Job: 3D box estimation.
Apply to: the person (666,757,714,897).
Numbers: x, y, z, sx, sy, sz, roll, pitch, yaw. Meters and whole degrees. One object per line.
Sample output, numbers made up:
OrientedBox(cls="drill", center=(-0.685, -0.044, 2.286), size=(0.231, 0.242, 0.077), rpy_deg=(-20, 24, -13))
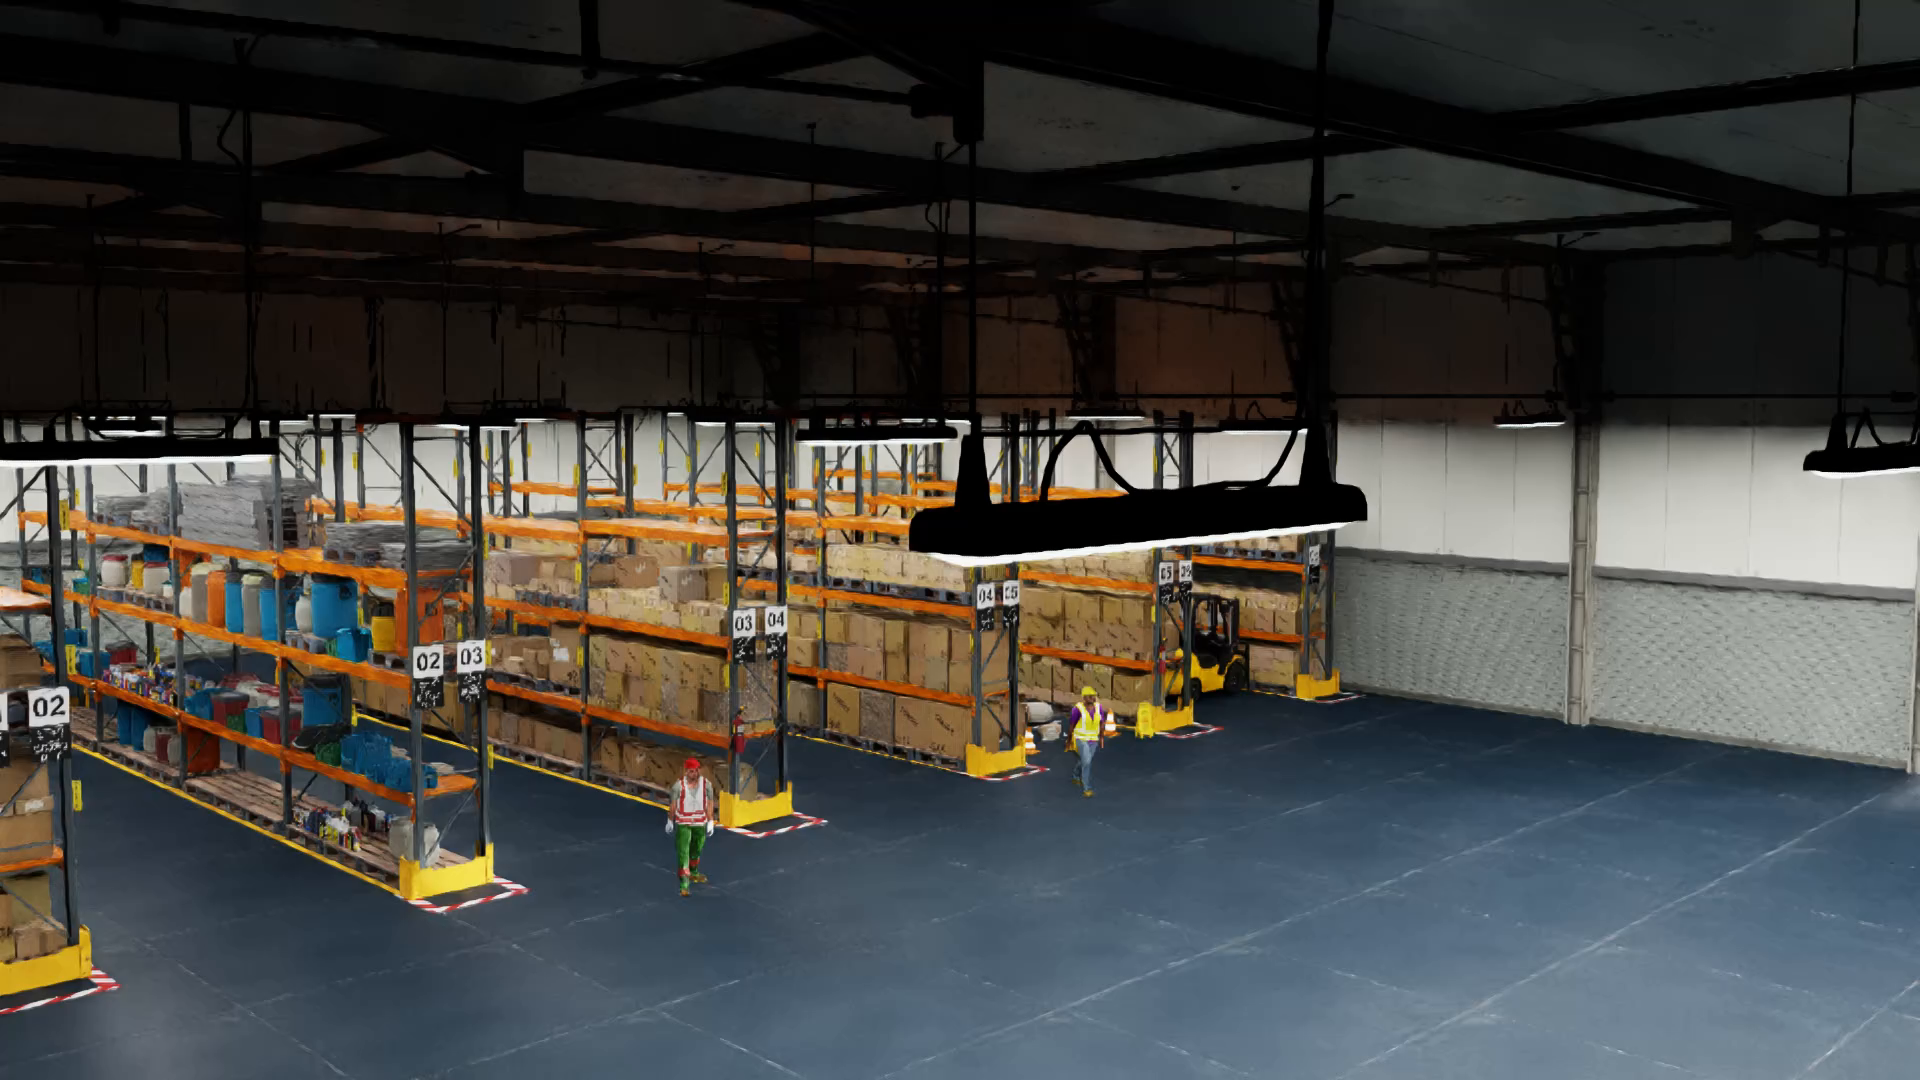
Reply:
OrientedBox(cls="person", center=(-3.427, 3.621, 21.221), size=(0.593, 1.744, 0.960), rpy_deg=(-2, 5, -21))

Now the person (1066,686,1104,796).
OrientedBox(cls="person", center=(2.018, 3.171, 26.527), size=(0.599, 1.728, 0.936), rpy_deg=(-3, 6, -29))
